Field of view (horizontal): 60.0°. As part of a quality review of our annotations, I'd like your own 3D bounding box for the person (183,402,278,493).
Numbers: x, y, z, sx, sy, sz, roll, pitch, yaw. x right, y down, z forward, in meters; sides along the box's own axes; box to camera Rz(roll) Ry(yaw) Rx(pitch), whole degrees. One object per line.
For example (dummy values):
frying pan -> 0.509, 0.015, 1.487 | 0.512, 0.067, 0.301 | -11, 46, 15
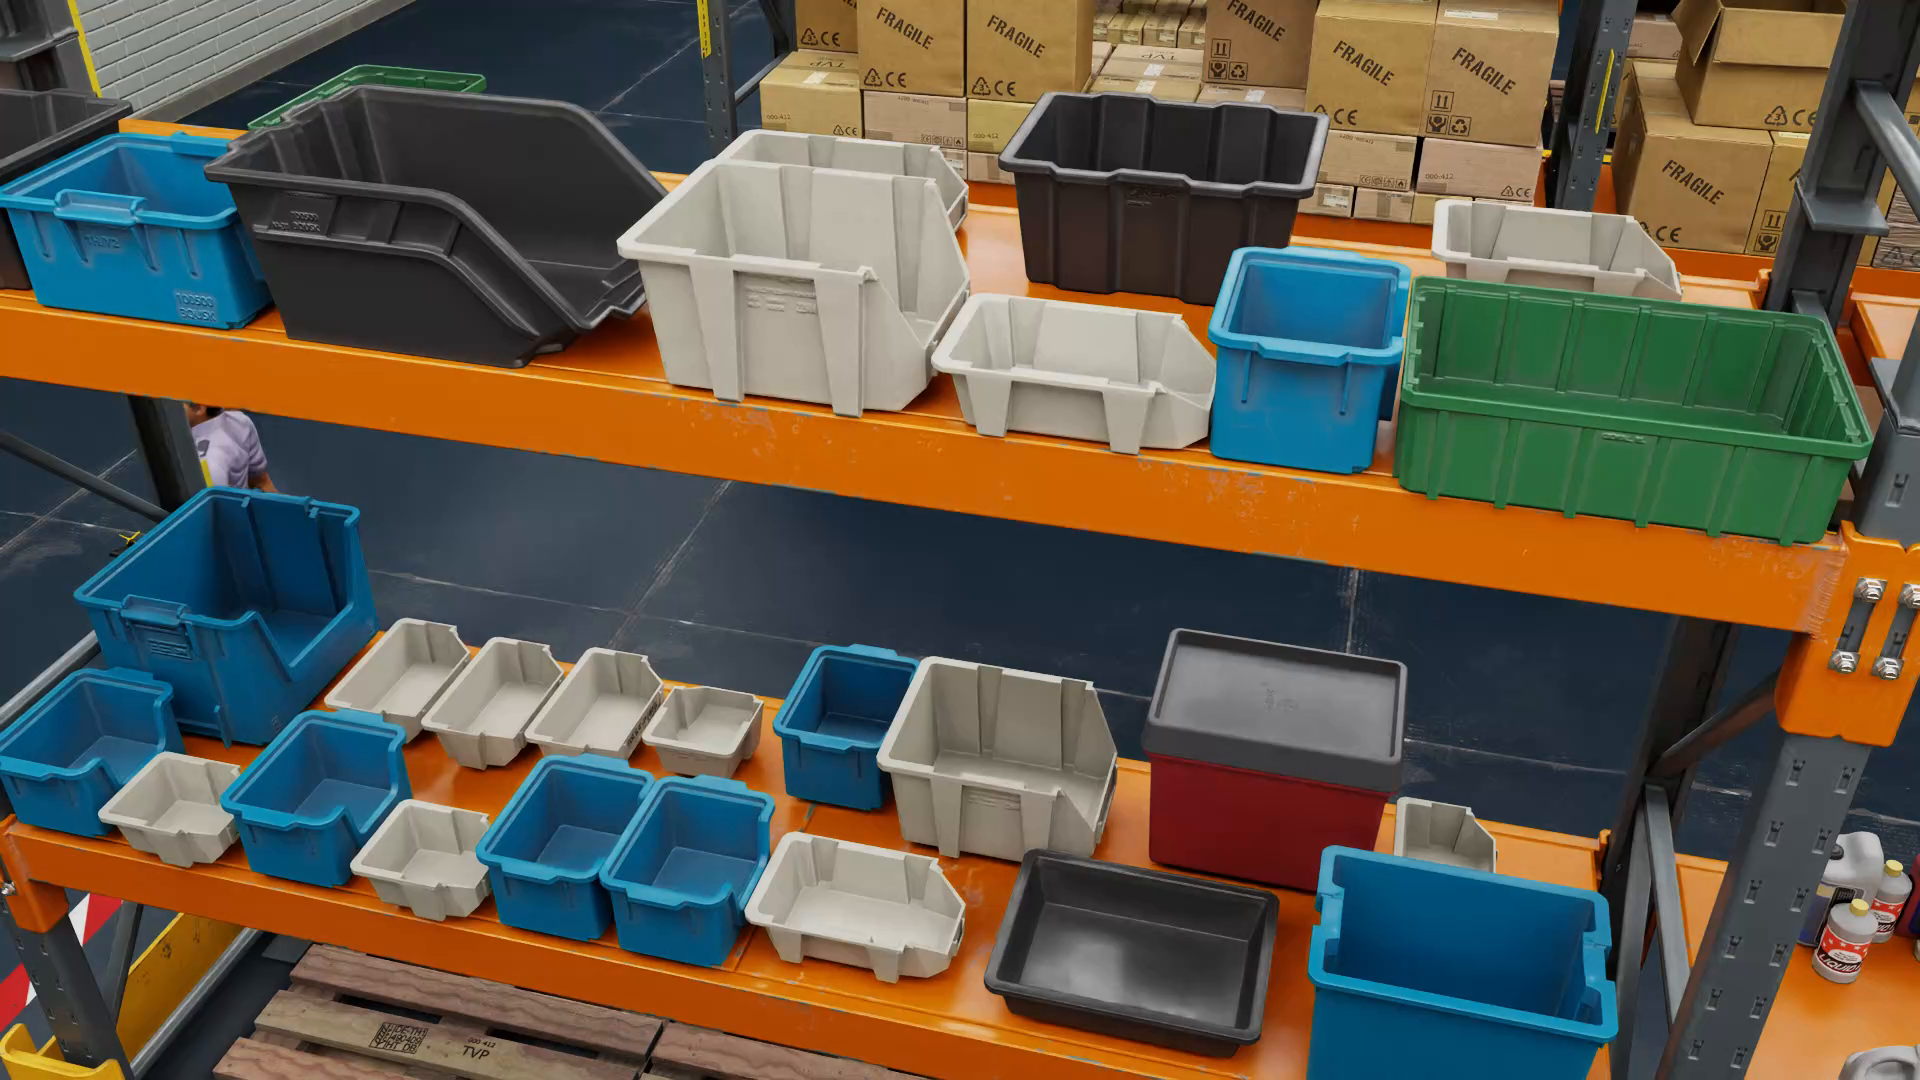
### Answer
person -> -2.659, 0.080, 6.029 | 0.965, 1.598, 0.512 | -6, 33, -8
